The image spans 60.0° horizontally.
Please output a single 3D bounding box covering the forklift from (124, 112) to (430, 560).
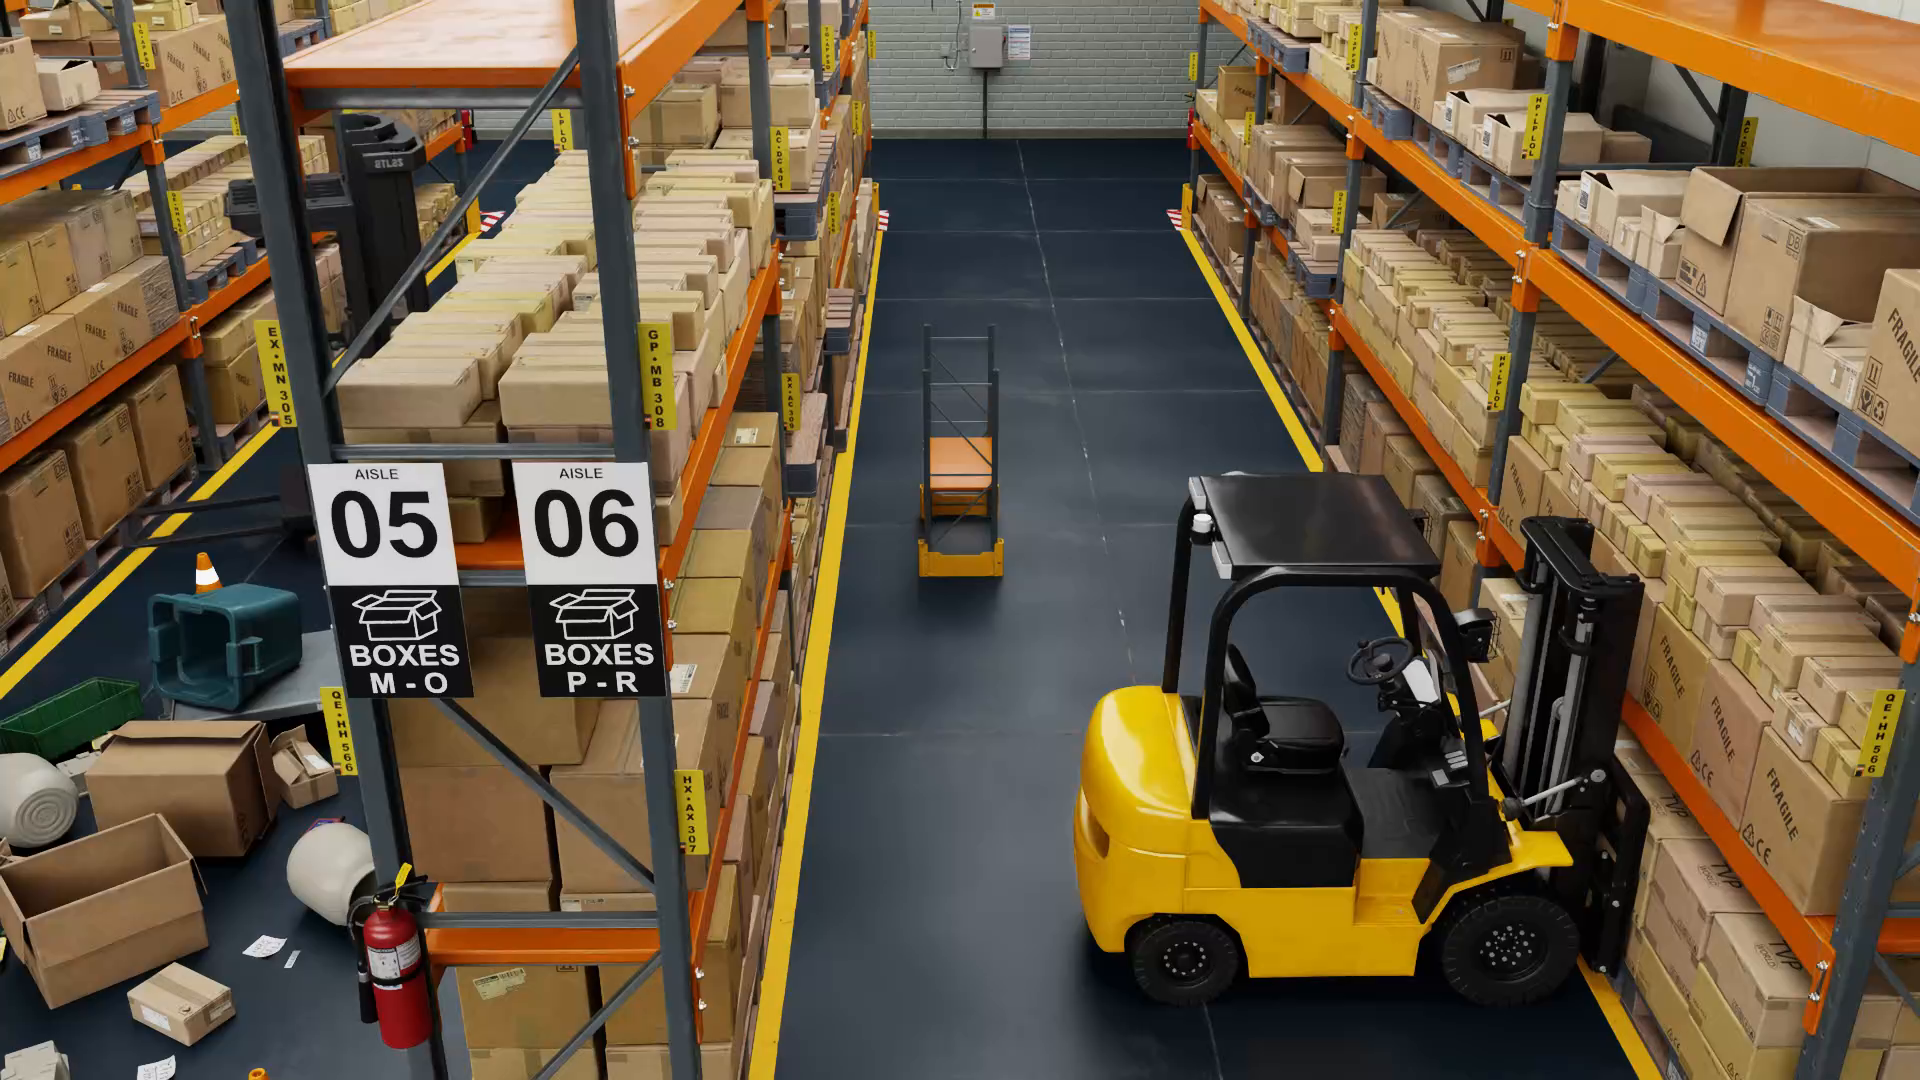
[{"bbox_3d":[-4.498,-1.444,11.769,3.031,2.935,1.130,-10,26,-20],"label":"forklift"}]

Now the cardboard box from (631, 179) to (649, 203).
[{"bbox_3d":[-1.739,-1.607,8.227,0.500,0.250,0.500,-1,24,-2],"label":"cardboard box"}]

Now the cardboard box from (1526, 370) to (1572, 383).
[{"bbox_3d":[3.267,-0.860,9.486,0.380,0.149,0.250,1,24,1],"label":"cardboard box"}]

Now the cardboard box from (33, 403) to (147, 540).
[{"bbox_3d":[-6.533,-0.494,11.807,1.050,0.750,0.750,0,24,0],"label":"cardboard box"}]

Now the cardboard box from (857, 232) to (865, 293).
[{"bbox_3d":[-1.457,-2.935,17.582,0.875,0.438,0.875,-1,24,-1],"label":"cardboard box"}]

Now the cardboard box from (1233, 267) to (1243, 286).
[{"bbox_3d":[3.106,-2.796,17.626,0.380,0.149,0.250,-1,24,-2],"label":"cardboard box"}]

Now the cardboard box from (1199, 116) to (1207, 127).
[{"bbox_3d":[3.091,-5.073,20.014,0.380,0.149,0.250,0,24,-1],"label":"cardboard box"}]

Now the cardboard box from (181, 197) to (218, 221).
[{"bbox_3d":[-6.278,-2.691,13.516,0.380,0.149,0.250,0,24,-1],"label":"cardboard box"}]

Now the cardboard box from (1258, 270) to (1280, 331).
[{"bbox_3d":[3.202,-2.308,16.121,0.500,0.500,0.500,-1,24,-1],"label":"cardboard box"}]

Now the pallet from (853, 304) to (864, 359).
[{"bbox_3d":[-1.474,-2.064,16.440,1.003,0.211,1.213,0,24,-1],"label":"pallet"}]

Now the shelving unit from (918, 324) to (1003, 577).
[{"bbox_3d":[0.001,-0.652,11.755,0.587,1.500,1.083,0,24,-1],"label":"shelving unit"}]

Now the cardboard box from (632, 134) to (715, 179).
[{"bbox_3d":[-1.622,-2.085,9.136,0.500,0.250,0.500,-1,24,-2],"label":"cardboard box"}]

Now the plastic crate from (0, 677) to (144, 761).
[{"bbox_3d":[-5.107,1.029,9.560,0.450,0.188,0.662,3,22,31],"label":"plastic crate"}]

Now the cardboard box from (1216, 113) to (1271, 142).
[{"bbox_3d":[3.139,-4.576,18.431,0.500,0.250,0.500,-1,24,-2],"label":"cardboard box"}]

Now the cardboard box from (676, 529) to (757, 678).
[{"bbox_3d":[-1.184,0.283,7.386,0.500,0.500,0.500,-1,24,-2],"label":"cardboard box"}]

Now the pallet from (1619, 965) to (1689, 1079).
[{"bbox_3d":[3.486,2.225,6.958,1.003,0.211,1.213,0,24,-1],"label":"pallet"}]

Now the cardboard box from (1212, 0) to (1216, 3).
[{"bbox_3d":[3.048,-6.127,18.705,0.380,0.149,0.250,0,24,1],"label":"cardboard box"}]

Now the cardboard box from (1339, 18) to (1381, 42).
[{"bbox_3d":[3.199,-4.001,13.038,0.380,0.149,0.250,-1,24,-2],"label":"cardboard box"}]

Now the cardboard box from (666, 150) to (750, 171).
[{"bbox_3d":[-1.249,-1.841,8.262,0.380,0.149,0.250,0,24,1],"label":"cardboard box"}]

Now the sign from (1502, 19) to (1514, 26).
[{"bbox_3d":[4.004,-3.665,12.233,0.100,0.325,0.005,0,24,-1],"label":"sign"}]

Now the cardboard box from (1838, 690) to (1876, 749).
[{"bbox_3d":[3.322,0.646,5.796,0.380,0.149,0.250,0,24,0],"label":"cardboard box"}]

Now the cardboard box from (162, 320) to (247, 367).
[{"bbox_3d":[-6.228,-1.619,13.687,0.500,0.250,0.500,-1,24,-3],"label":"cardboard box"}]

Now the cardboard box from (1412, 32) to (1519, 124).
[{"bbox_3d":[3.225,-2.958,10.640,0.500,0.500,0.500,0,24,1],"label":"cardboard box"}]

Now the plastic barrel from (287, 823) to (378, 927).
[{"bbox_3d":[-2.963,1.622,8.032,0.512,0.421,0.421,19,30,35],"label":"plastic barrel"}]

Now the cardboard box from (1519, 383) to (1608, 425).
[{"bbox_3d":[3.200,-0.723,8.823,0.380,0.149,0.250,0,24,1],"label":"cardboard box"}]

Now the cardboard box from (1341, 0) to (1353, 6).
[{"bbox_3d":[3.488,-4.644,14.435,0.380,0.149,0.250,0,24,0],"label":"cardboard box"}]

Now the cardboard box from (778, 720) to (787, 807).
[{"bbox_3d":[-1.179,1.168,8.738,0.500,0.250,0.500,-1,24,-2],"label":"cardboard box"}]

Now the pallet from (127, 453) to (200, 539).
[{"bbox_3d":[-6.529,-0.344,12.638,1.003,0.211,1.213,0,24,-1],"label":"pallet"}]

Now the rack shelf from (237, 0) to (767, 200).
[{"bbox_3d":[-1.449,-1.935,6.369,1.077,0.370,4.000,0,24,-1],"label":"rack shelf"}]

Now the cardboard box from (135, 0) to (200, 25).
[{"bbox_3d":[-6.239,-4.186,13.059,0.396,0.266,0.258,0,24,-1],"label":"cardboard box"}]

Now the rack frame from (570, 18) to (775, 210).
[{"bbox_3d":[-1.470,-3.089,8.043,1.000,3.000,0.127,0,24,-1],"label":"rack frame"}]

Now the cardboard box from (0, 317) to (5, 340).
[{"bbox_3d":[-6.443,-1.417,10.292,0.700,0.500,0.500,0,24,0],"label":"cardboard box"}]

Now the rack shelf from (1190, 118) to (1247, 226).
[{"bbox_3d":[3.384,-4.172,18.591,1.077,0.370,4.000,0,24,-1],"label":"rack shelf"}]

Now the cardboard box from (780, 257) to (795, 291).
[{"bbox_3d":[-1.237,-1.666,10.398,0.380,0.149,0.250,1,24,2],"label":"cardboard box"}]

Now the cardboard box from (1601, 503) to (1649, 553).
[{"bbox_3d":[3.219,-0.060,7.718,0.380,0.149,0.250,-1,24,-2],"label":"cardboard box"}]

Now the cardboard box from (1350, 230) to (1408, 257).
[{"bbox_3d":[3.158,-2.236,12.528,0.380,0.149,0.250,0,24,1],"label":"cardboard box"}]

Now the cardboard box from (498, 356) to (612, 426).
[{"bbox_3d":[-1.227,-0.470,5.230,0.380,0.149,0.250,0,24,-1],"label":"cardboard box"}]

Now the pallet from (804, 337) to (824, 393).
[{"bbox_3d":[-1.451,-1.101,11.160,1.003,0.211,1.213,0,24,-1],"label":"pallet"}]

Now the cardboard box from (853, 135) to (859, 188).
[{"bbox_3d":[-1.301,-3.892,16.977,0.500,0.500,0.500,1,24,1],"label":"cardboard box"}]

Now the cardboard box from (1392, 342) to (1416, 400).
[{"bbox_3d":[3.227,-1.142,11.200,0.500,0.250,0.500,1,24,1],"label":"cardboard box"}]

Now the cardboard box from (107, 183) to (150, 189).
[{"bbox_3d":[-6.933,-2.908,13.997,0.380,0.149,0.250,0,24,-1],"label":"cardboard box"}]

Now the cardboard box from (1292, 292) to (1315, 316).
[{"bbox_3d":[3.204,-2.124,14.927,0.380,0.149,0.250,-1,24,-3],"label":"cardboard box"}]

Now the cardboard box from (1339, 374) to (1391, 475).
[{"bbox_3d":[3.442,-0.880,12.810,0.875,0.625,0.625,1,24,1],"label":"cardboard box"}]

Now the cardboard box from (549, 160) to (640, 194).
[{"bbox_3d":[-1.761,-1.733,8.021,0.380,0.149,0.250,0,24,1],"label":"cardboard box"}]

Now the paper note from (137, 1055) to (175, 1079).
[{"bbox_3d":[-3.427,2.265,7.088,0.148,0.019,0.142,-9,26,-19],"label":"paper note"}]

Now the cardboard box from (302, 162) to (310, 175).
[{"bbox_3d":[-6.301,-3.426,15.504,0.380,0.149,0.250,1,24,2],"label":"cardboard box"}]

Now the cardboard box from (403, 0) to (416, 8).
[{"bbox_3d":[-6.276,-5.934,18.155,0.500,0.250,0.500,1,24,2],"label":"cardboard box"}]

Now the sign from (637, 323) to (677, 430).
[{"bbox_3d":[-0.884,-0.474,4.842,0.100,0.325,0.005,0,24,-1],"label":"sign"}]

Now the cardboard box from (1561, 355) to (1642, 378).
[{"bbox_3d":[3.753,-0.977,9.745,0.380,0.149,0.250,-1,24,-2],"label":"cardboard box"}]

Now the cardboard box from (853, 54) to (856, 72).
[{"bbox_3d":[-1.281,-5.003,17.433,0.380,0.149,0.250,-1,24,-2],"label":"cardboard box"}]

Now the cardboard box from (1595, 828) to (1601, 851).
[{"bbox_3d":[3.196,1.278,7.888,0.500,0.250,0.500,0,24,-1],"label":"cardboard box"}]

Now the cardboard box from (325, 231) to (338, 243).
[{"bbox_3d":[-6.748,-3.212,17.823,0.380,0.149,0.250,1,24,1],"label":"cardboard box"}]

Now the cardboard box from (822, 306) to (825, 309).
[{"bbox_3d":[-1.158,-1.629,11.890,0.380,0.149,0.250,-1,24,-3],"label":"cardboard box"}]

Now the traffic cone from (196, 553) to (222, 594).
[{"bbox_3d":[-4.924,0.305,10.897,0.336,0.463,0.334,0,24,-1],"label":"traffic cone"}]

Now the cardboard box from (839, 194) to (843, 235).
[{"bbox_3d":[-1.270,-2.791,14.240,0.500,0.250,0.500,0,24,-1],"label":"cardboard box"}]

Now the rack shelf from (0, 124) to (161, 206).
[{"bbox_3d":[-6.441,-2.154,10.490,1.077,0.370,4.000,0,24,-1],"label":"rack shelf"}]
